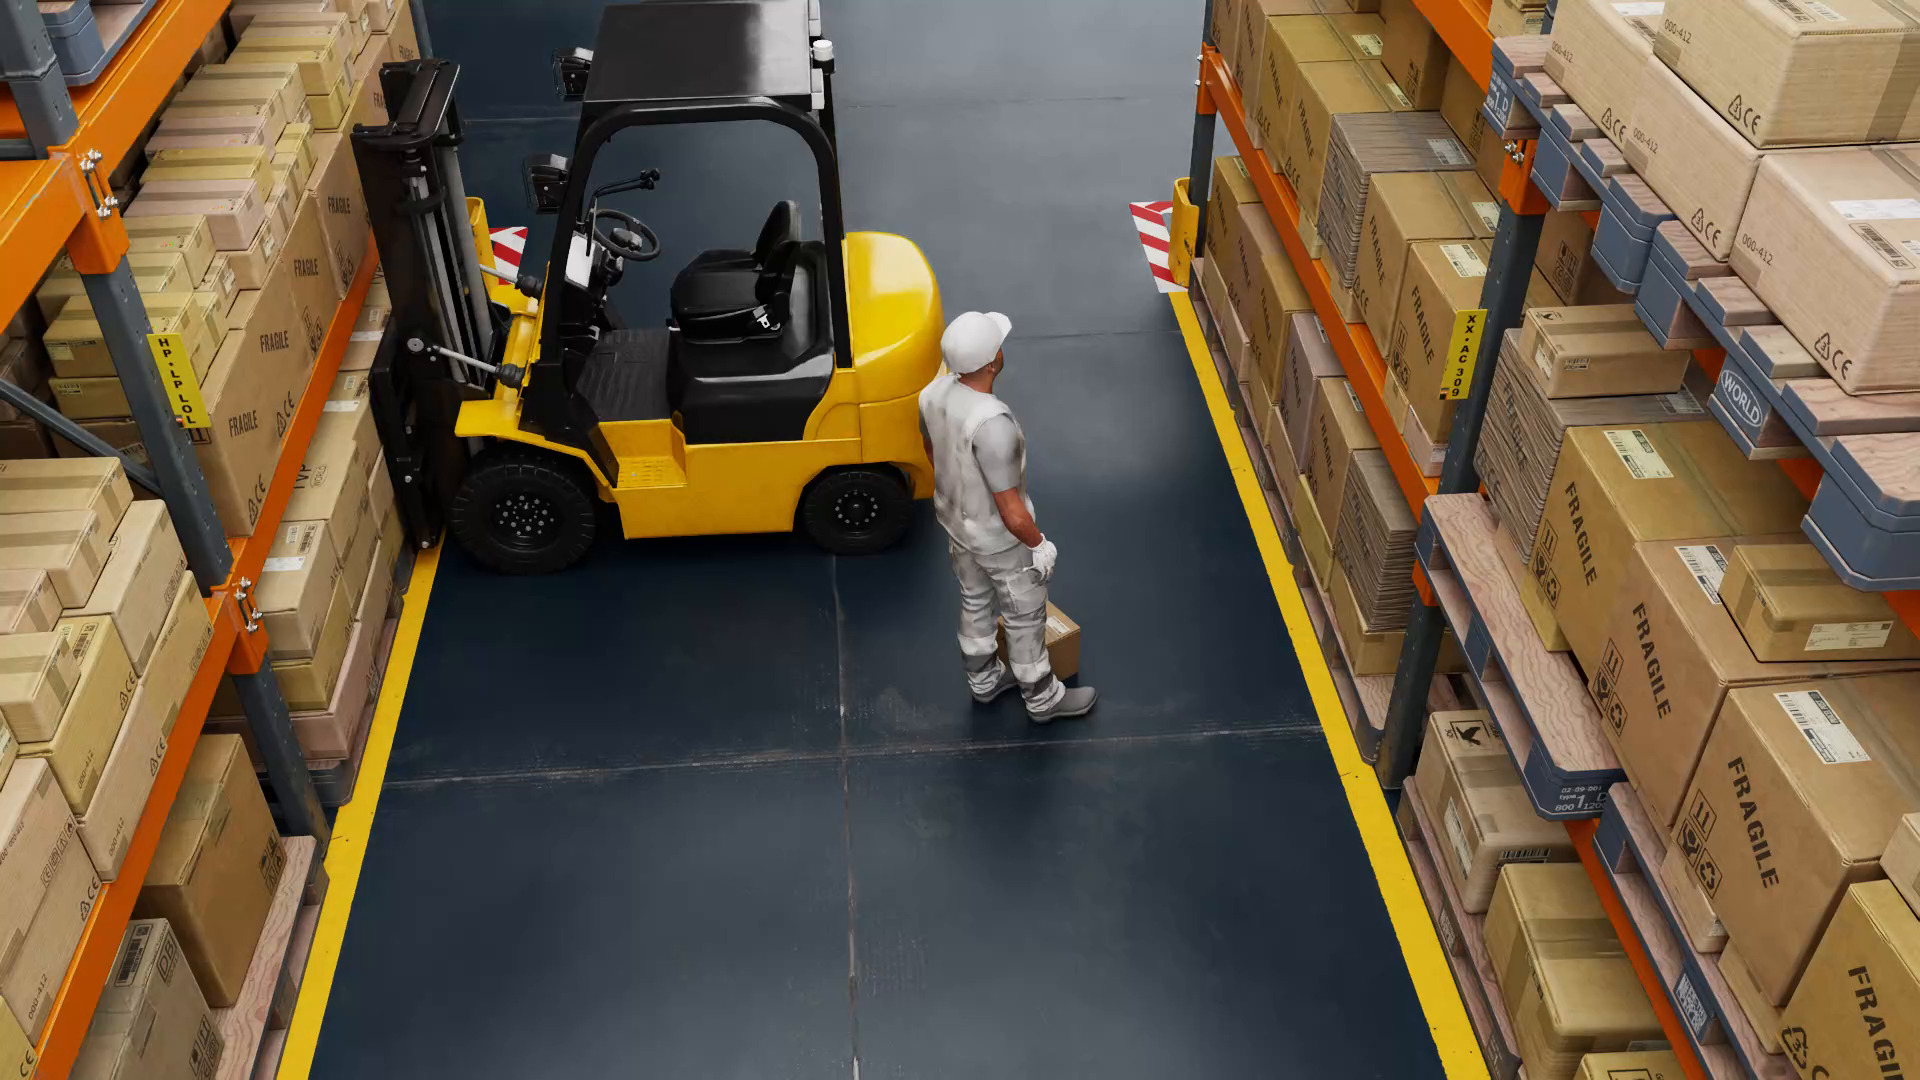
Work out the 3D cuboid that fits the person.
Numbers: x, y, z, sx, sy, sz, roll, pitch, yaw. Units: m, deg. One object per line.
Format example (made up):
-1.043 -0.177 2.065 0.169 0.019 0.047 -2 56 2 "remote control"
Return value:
0.176 -0.086 6.226 0.563 1.789 0.638 -23 44 -26 "person"
